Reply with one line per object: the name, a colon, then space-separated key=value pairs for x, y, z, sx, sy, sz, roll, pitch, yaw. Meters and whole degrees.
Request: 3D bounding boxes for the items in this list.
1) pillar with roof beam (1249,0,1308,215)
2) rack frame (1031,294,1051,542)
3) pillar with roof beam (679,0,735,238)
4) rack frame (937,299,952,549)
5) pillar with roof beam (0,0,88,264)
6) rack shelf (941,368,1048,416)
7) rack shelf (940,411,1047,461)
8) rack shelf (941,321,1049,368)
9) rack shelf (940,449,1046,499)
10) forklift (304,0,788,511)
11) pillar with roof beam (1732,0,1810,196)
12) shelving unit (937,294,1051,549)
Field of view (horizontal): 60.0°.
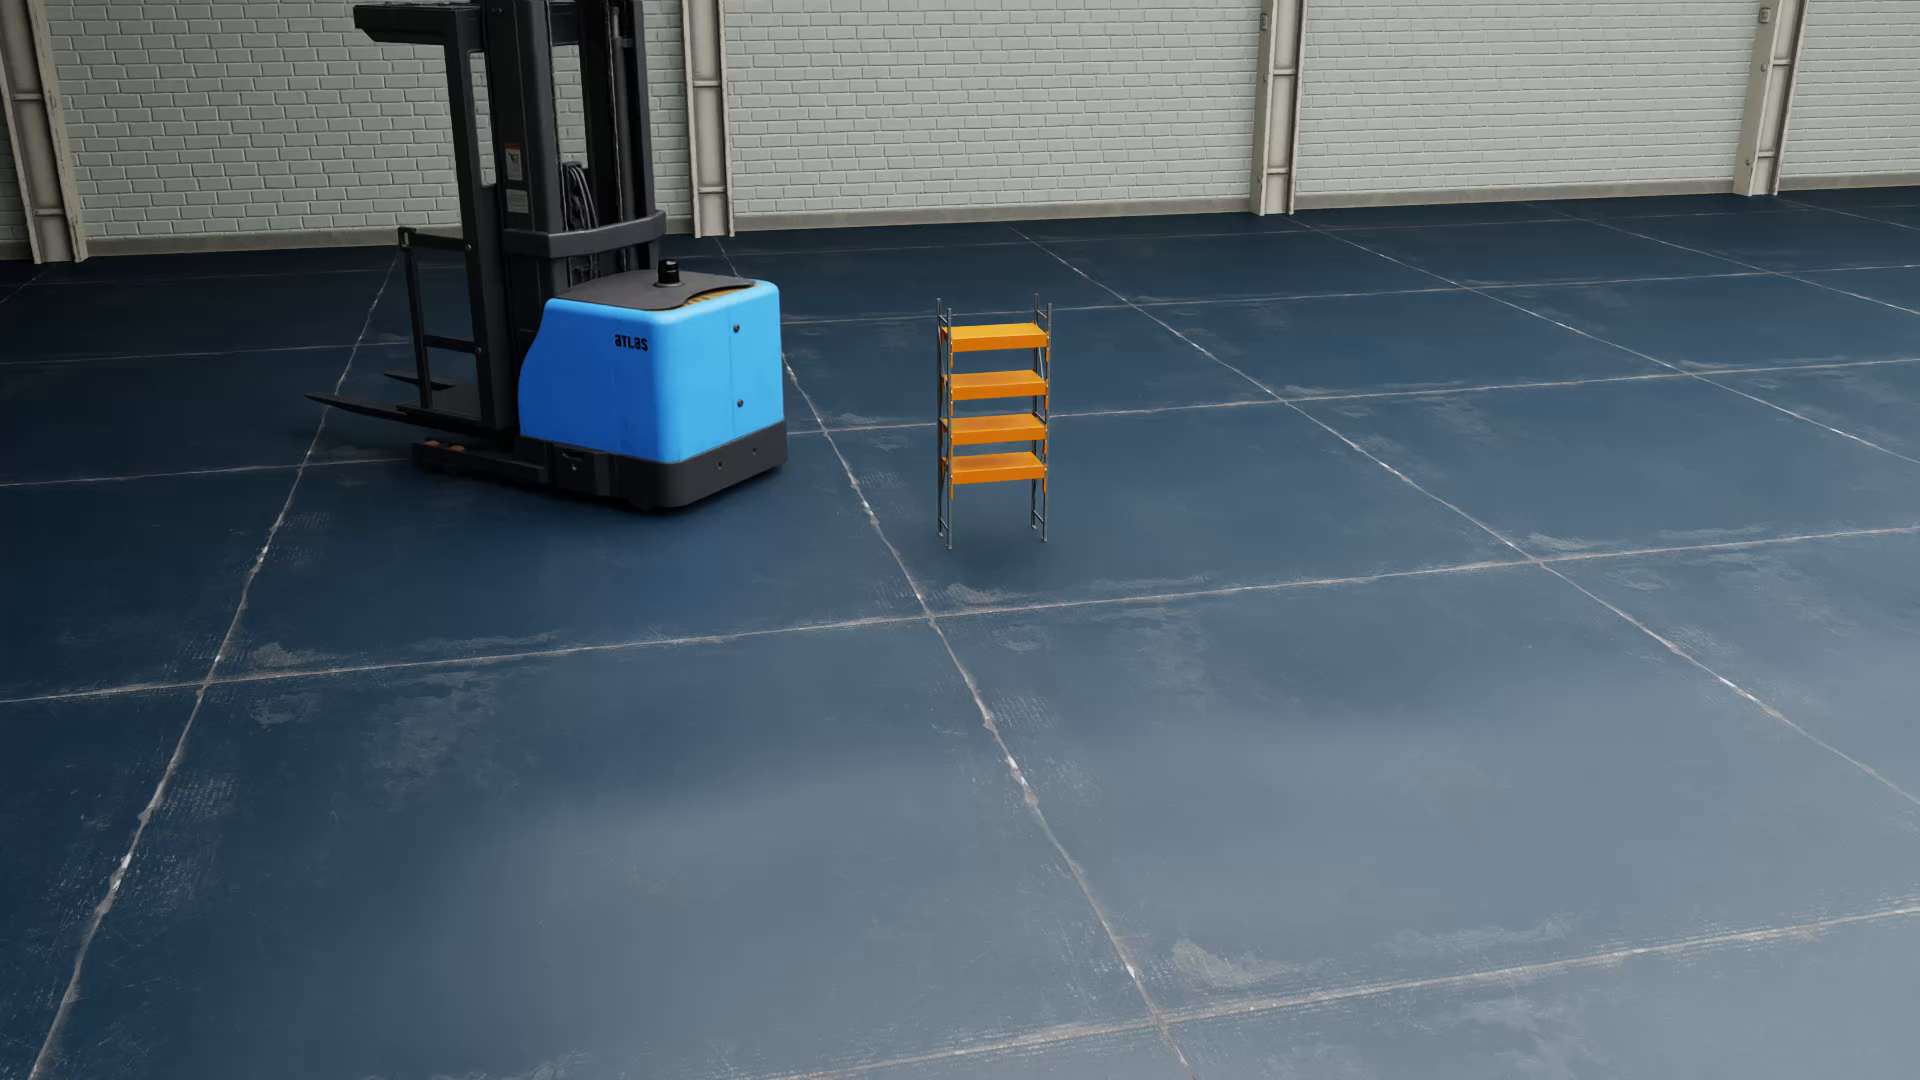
pillar with roof beam: x=4.356 y=-6.326 z=12.502 sx=0.400 sy=9.000 sz=9.100 roll=-5 pitch=21 yaw=-12
rack frame: x=0.399 y=-0.596 z=8.197 sx=0.015 sy=1.200 sz=0.240 roll=-5 pitch=21 yaw=-12
pillar with roof beam: x=-1.483 y=-5.852 z=11.206 sx=0.400 sy=9.000 sz=9.100 roll=-5 pitch=21 yaw=-12
rack frame: x=-0.076 y=-0.557 z=8.091 sx=0.015 sy=1.200 sz=0.240 roll=-5 pitch=21 yaw=-12
pillar with roof beam: x=-7.322 y=-5.377 z=9.909 sx=0.400 sy=9.000 sz=9.100 roll=-5 pitch=21 yaw=-12
rack shelf: x=0.161 y=-0.723 z=8.090 sx=0.480 sy=0.148 sz=0.258 roll=-5 pitch=21 yaw=-12
rack shelf: x=0.161 y=-0.513 z=8.167 sx=0.480 sy=0.148 sz=0.258 roll=-5 pitch=21 yaw=-12
rack shelf: x=0.161 y=-0.945 z=8.009 sx=0.480 sy=0.148 sz=0.258 roll=-5 pitch=21 yaw=-12
rack shelf: x=0.161 y=-0.327 z=8.235 sx=0.480 sy=0.148 sz=0.258 roll=-5 pitch=21 yaw=-12
forklift: x=-2.498 y=-1.881 z=9.189 sx=3.031 sy=2.935 sz=1.130 roll=11 pitch=23 yaw=28
pillar with roof beam: x=10.195 y=-6.801 z=13.799 sx=0.400 sy=9.000 sz=9.100 roll=-5 pitch=21 yaw=-12
shelving unit: x=0.161 y=-0.577 z=8.144 sx=0.503 sy=1.200 sz=0.258 roll=-5 pitch=21 yaw=-12
